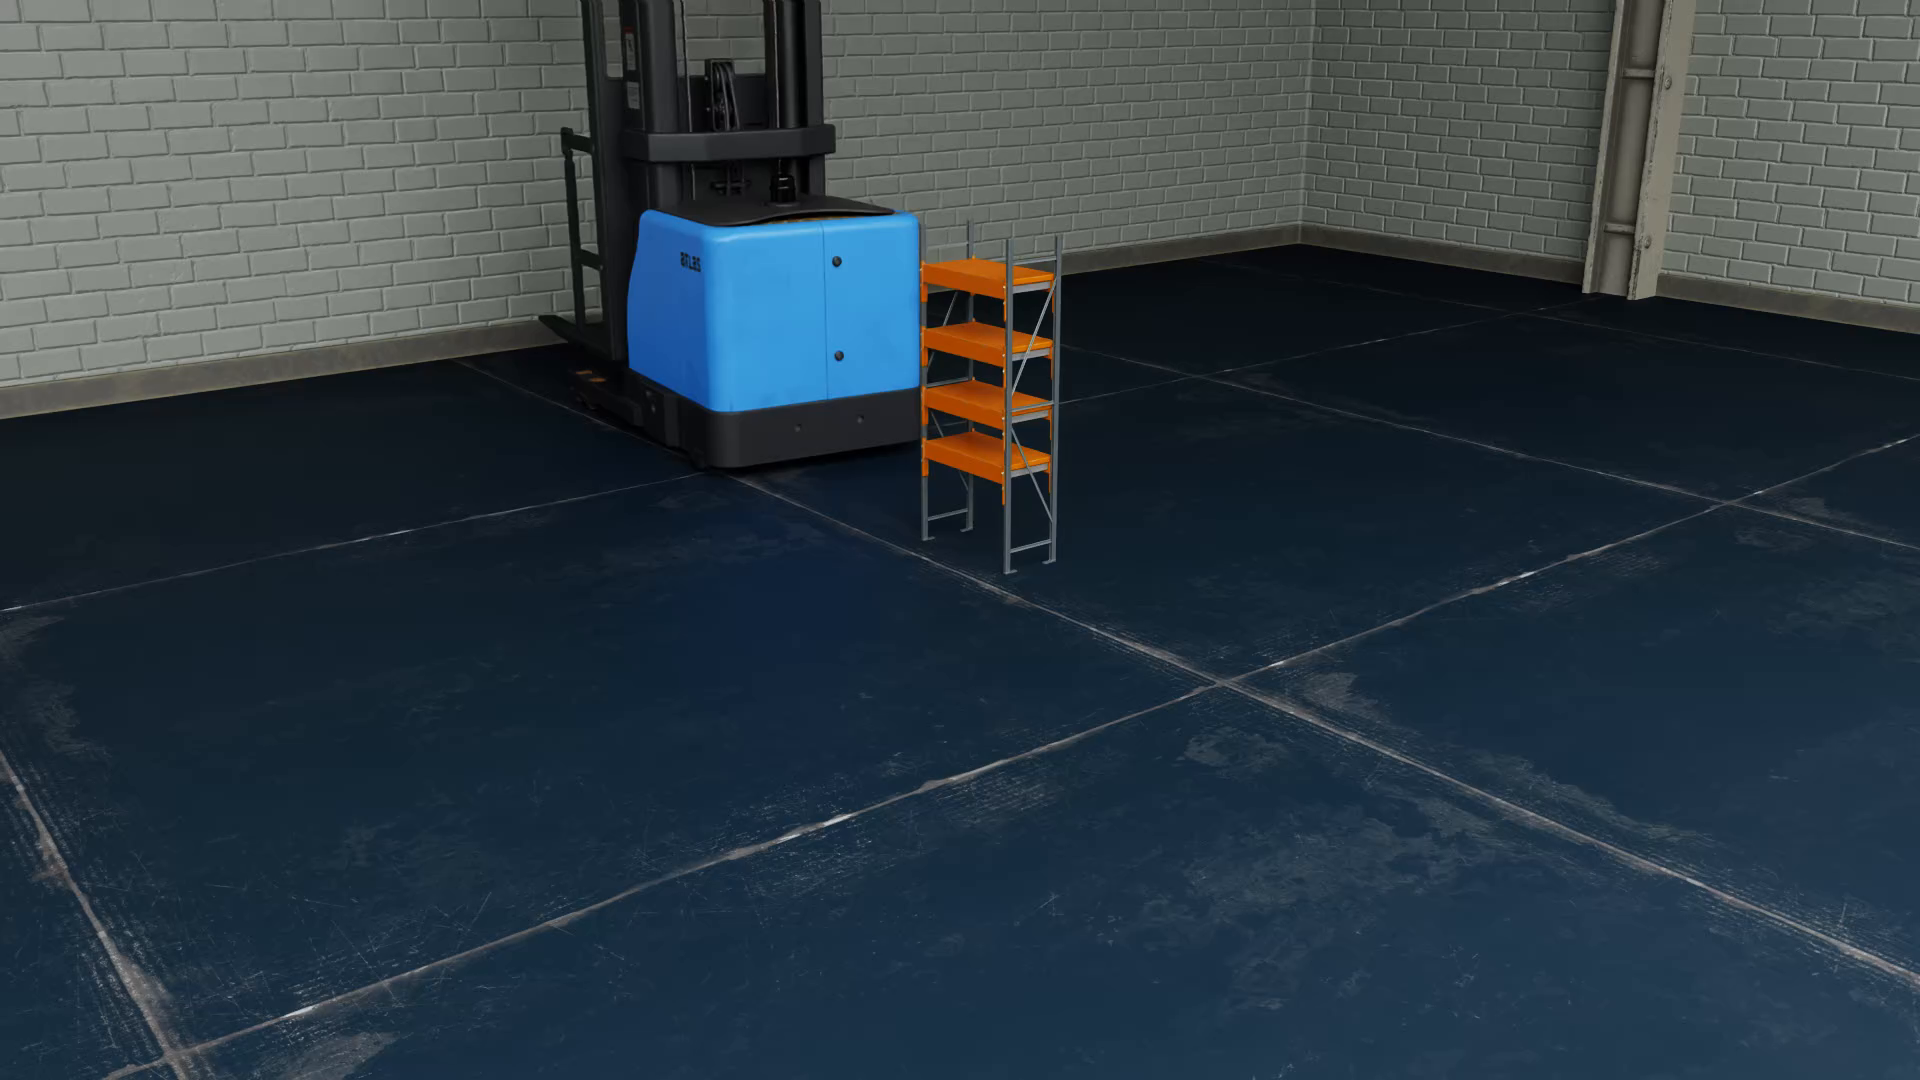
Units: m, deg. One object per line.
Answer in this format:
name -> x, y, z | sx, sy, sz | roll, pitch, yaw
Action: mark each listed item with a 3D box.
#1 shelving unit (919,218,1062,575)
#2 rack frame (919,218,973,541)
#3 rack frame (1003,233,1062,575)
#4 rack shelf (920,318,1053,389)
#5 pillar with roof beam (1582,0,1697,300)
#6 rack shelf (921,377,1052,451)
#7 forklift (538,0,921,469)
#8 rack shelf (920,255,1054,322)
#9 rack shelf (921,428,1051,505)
shelving unit -> 0.103, -0.529, 6.051 | 0.258, 1.200, 0.503 | -14, 23, -36
rack frame -> -0.049, -0.589, 6.232 | 0.240, 1.200, 0.015 | -14, 23, -36
rack frame -> 0.254, -0.469, 5.869 | 0.240, 1.200, 0.015 | -14, 23, -36
rack shelf -> 0.103, -0.677, 6.002 | 0.258, 0.148, 0.480 | -14, 23, -36
pillar with roof beam -> 1.191, -5.137, 7.562 | 9.100, 9.000, 0.400 | -14, 23, -36
rack shelf -> 0.103, -0.465, 6.072 | 0.258, 0.148, 0.480 | -14, 23, -36
forklift -> -1.348, -2.108, 8.065 | 1.130, 2.935, 3.031 | -11, 21, -29
rack shelf -> 0.103, -0.902, 5.927 | 0.258, 0.148, 0.480 | -14, 23, -36
rack shelf -> 0.103, -0.276, 6.134 | 0.258, 0.148, 0.480 | -14, 23, -36
